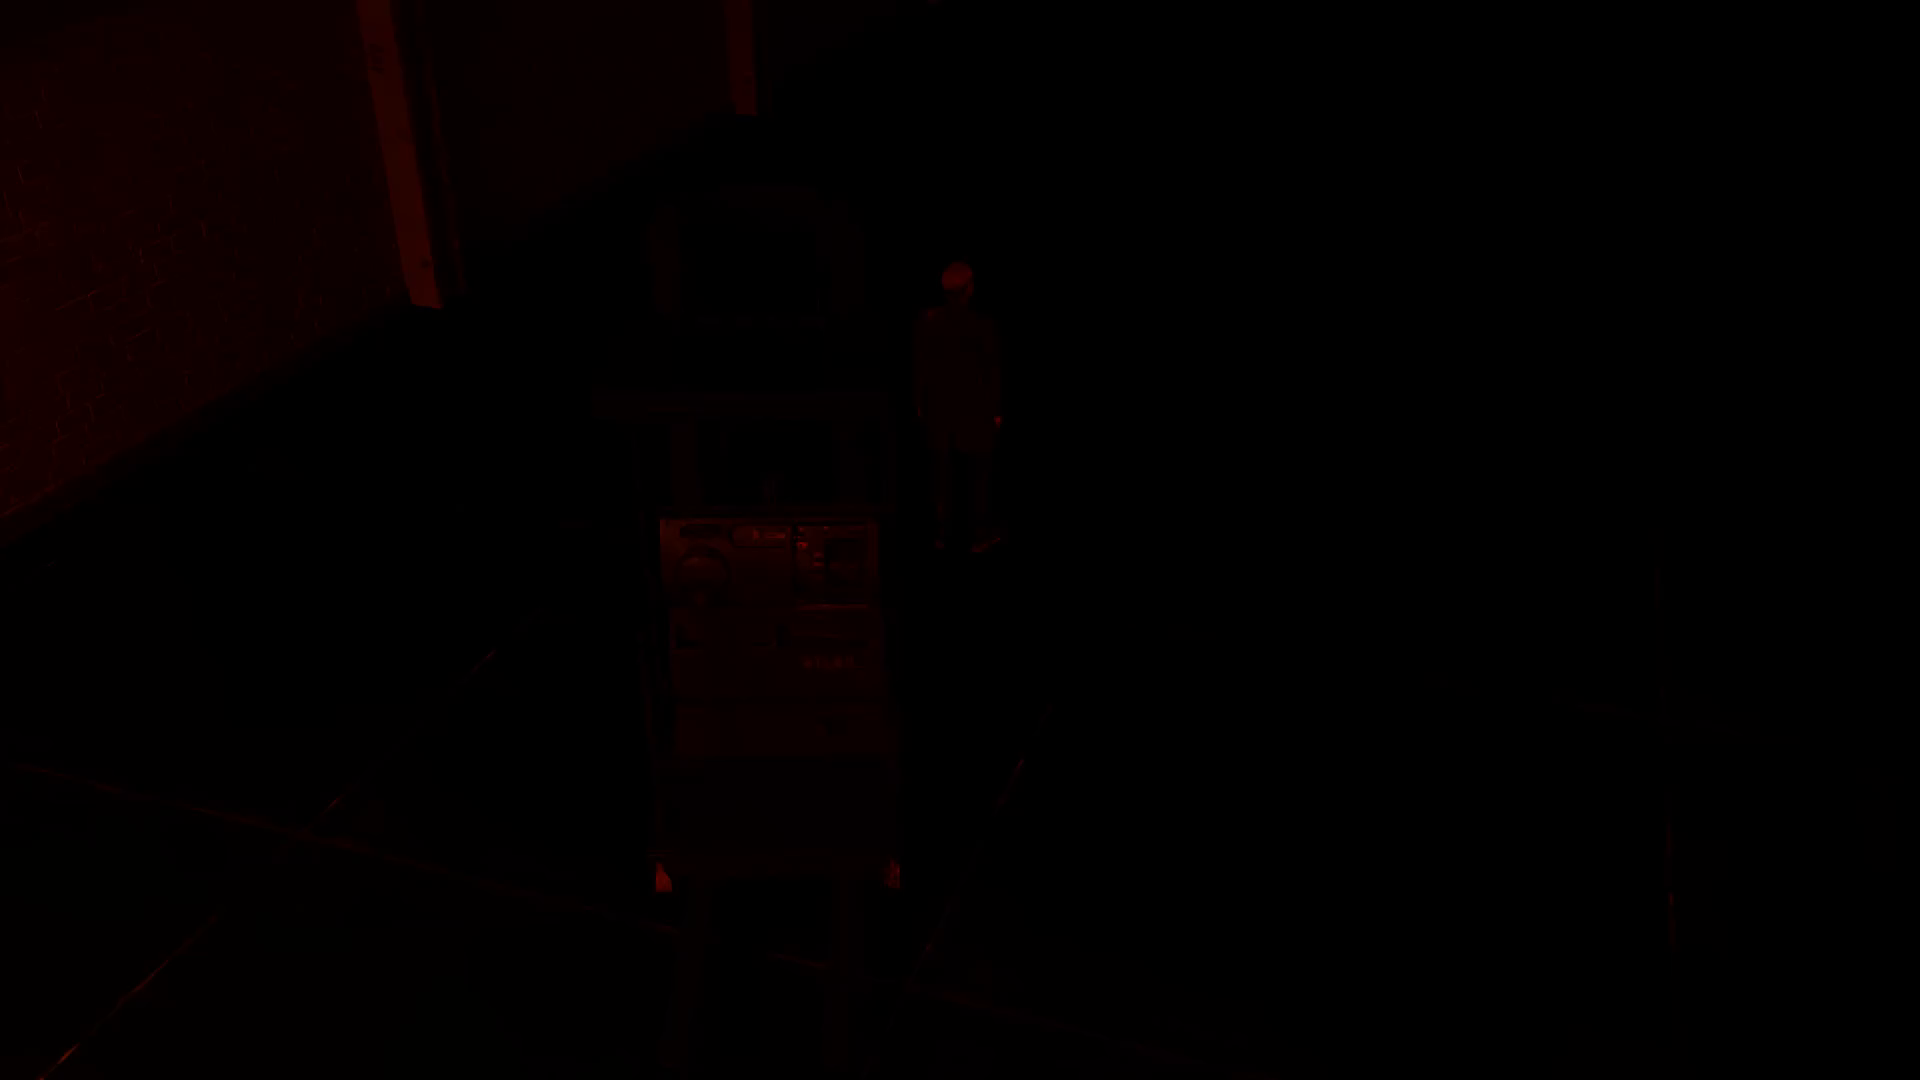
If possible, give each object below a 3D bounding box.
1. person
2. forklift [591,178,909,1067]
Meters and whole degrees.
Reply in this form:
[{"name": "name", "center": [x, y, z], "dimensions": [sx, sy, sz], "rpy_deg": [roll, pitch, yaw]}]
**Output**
[{"name": "person", "center": [0.007, -0.787, 9.677], "dimensions": [0.558, 1.783, 0.377], "rpy_deg": [10, 31, 16]}, {"name": "forklift", "center": [-0.803, 0.130, 6.909], "dimensions": [1.130, 2.935, 3.031], "rpy_deg": [-1, 30, -1]}]
